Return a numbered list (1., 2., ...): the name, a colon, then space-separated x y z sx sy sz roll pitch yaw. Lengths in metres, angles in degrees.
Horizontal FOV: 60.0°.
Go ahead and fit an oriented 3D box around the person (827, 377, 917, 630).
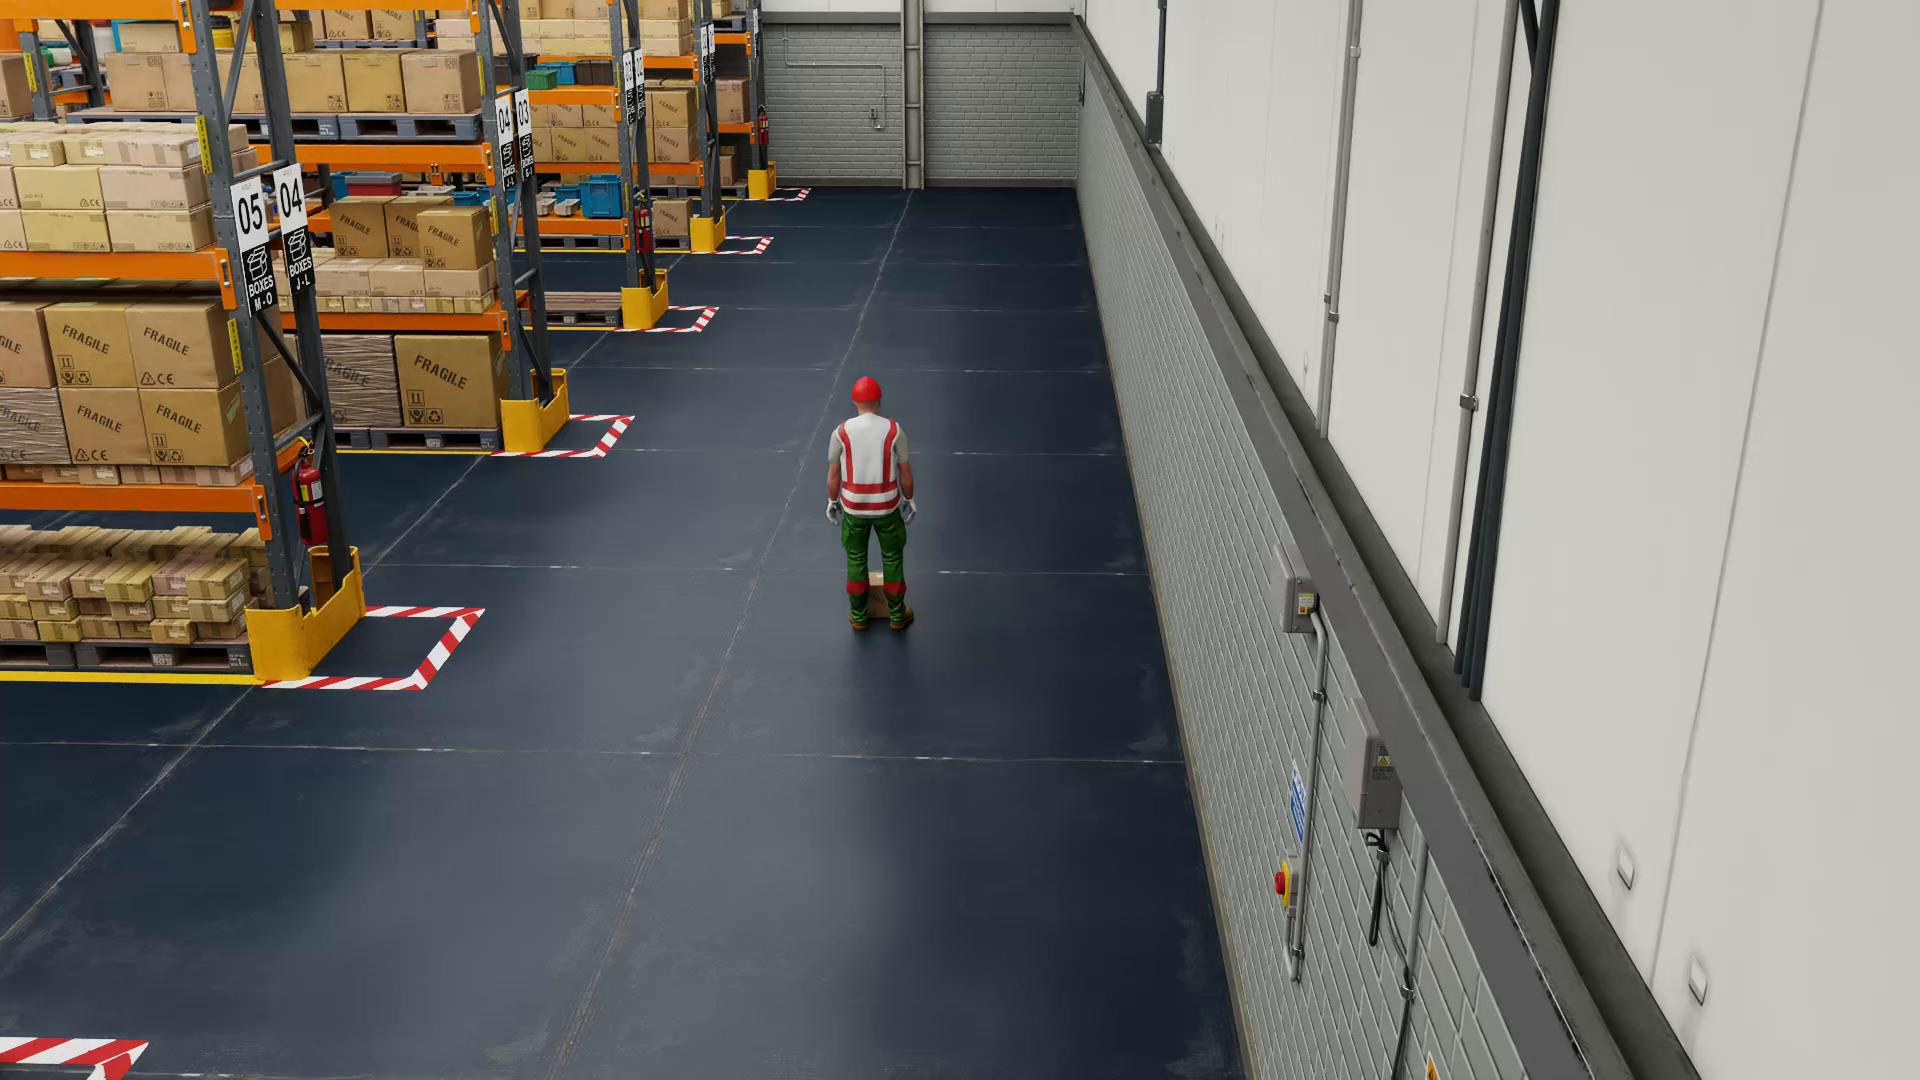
1. person: -0.609 -0.243 11.483 0.620 1.779 0.454 0 21 0
